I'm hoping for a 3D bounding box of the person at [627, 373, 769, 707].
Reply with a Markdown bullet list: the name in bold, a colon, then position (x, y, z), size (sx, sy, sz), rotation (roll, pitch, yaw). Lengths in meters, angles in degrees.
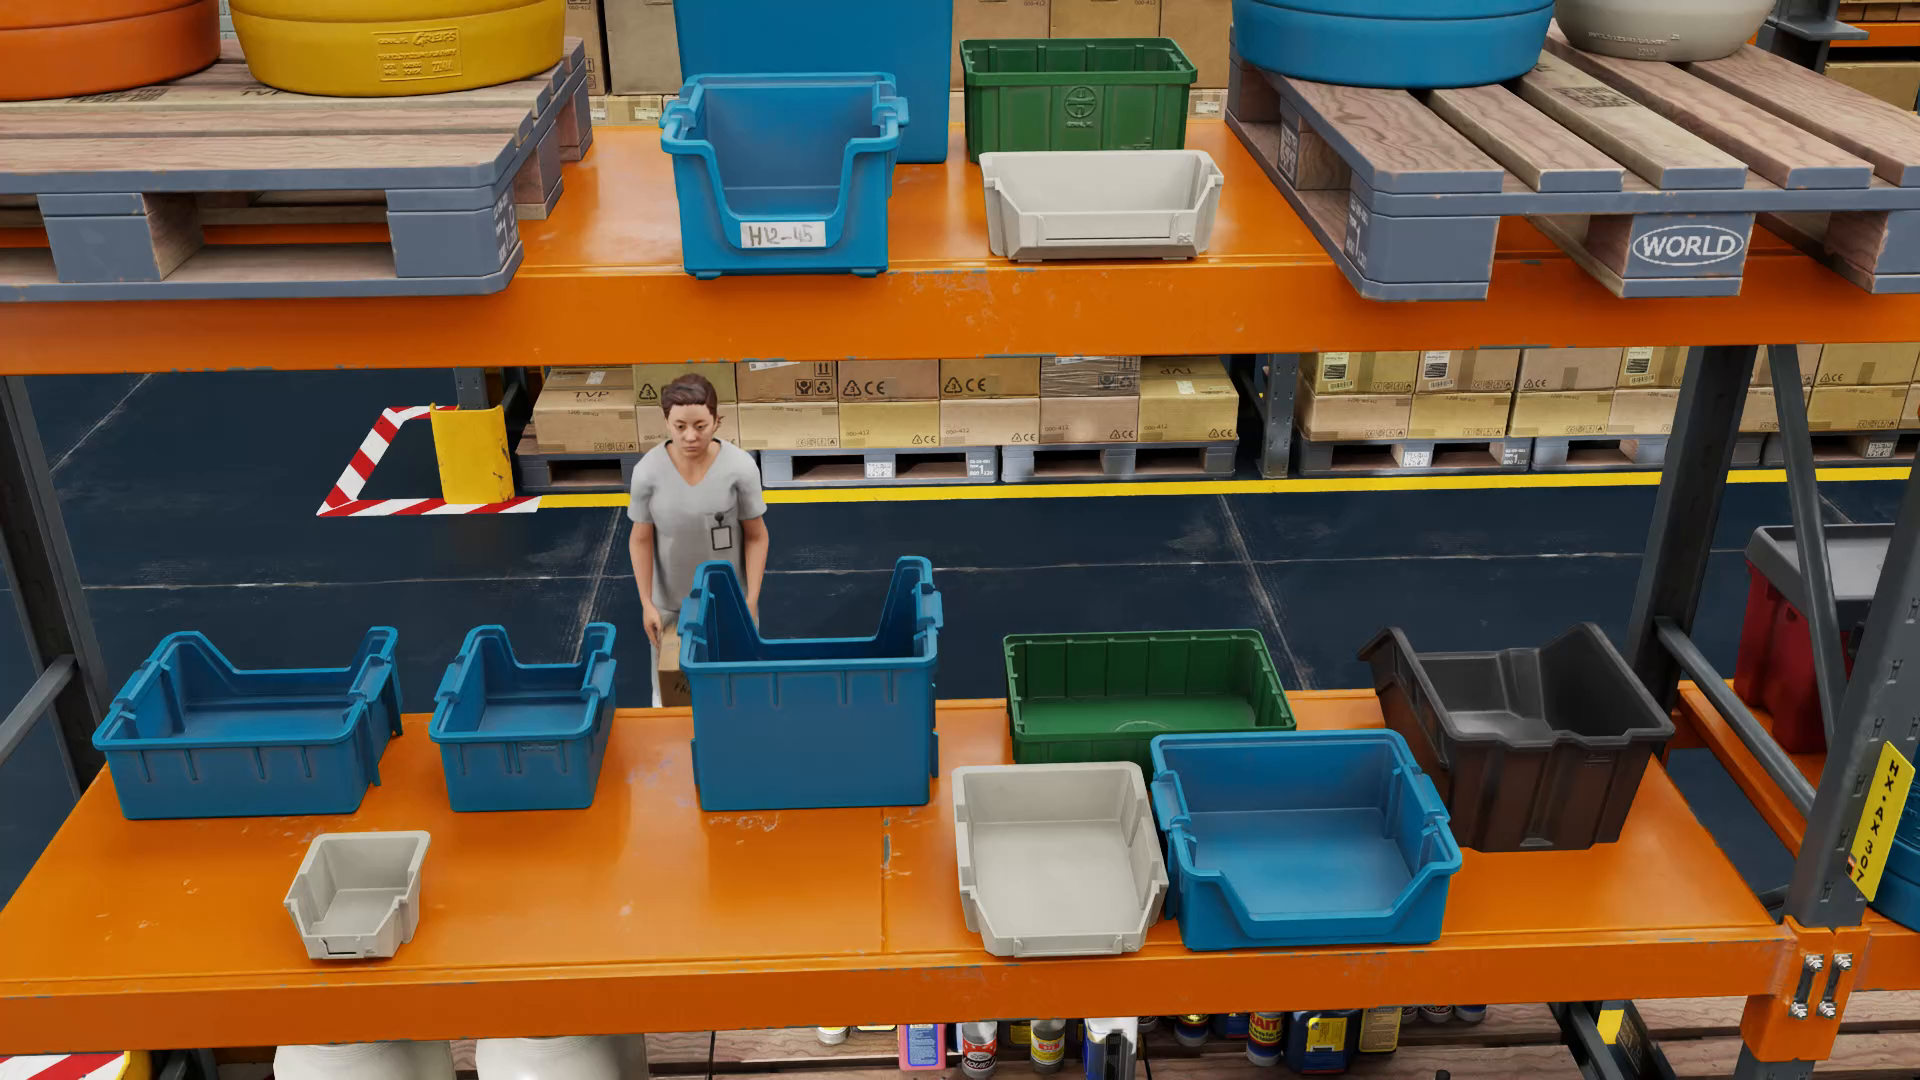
- **person**: position (-0.876, 0.227, 5.687), size (0.467, 1.674, 0.373), rotation (-2, 28, -4)
